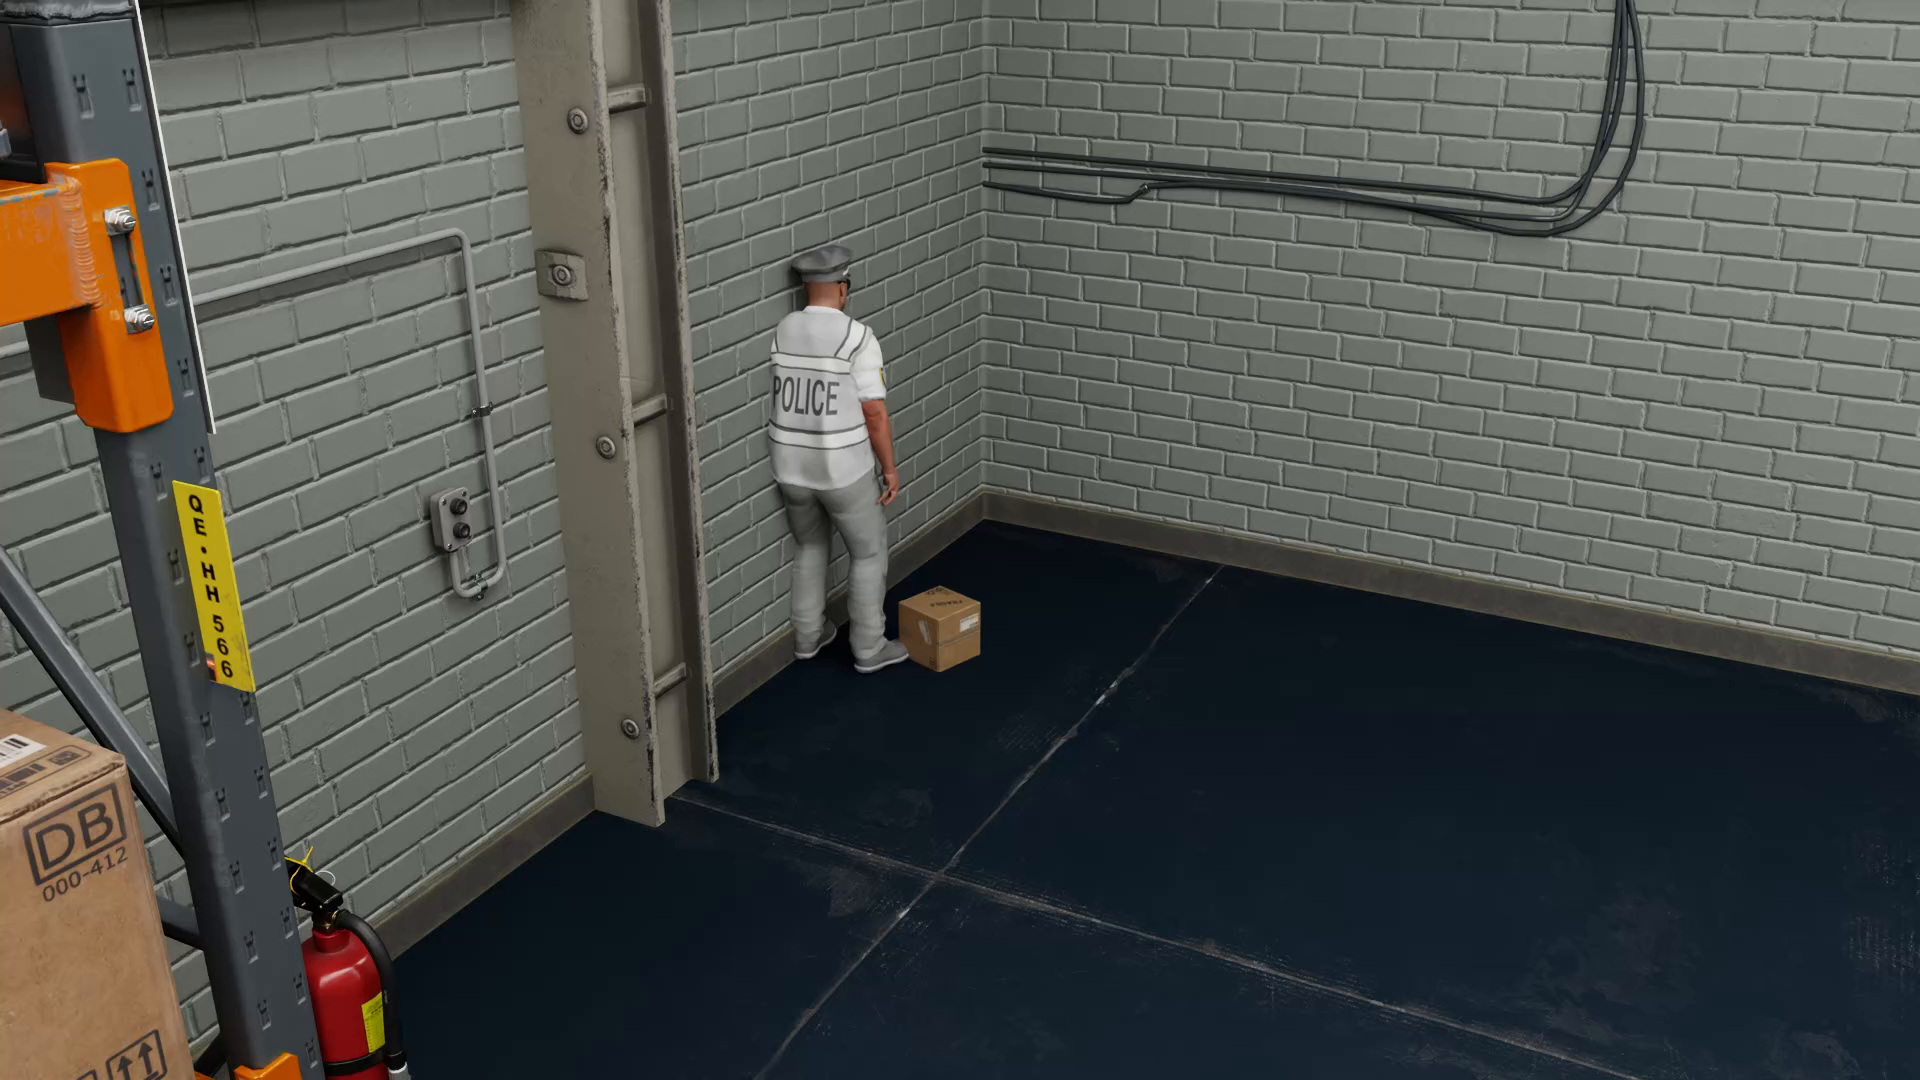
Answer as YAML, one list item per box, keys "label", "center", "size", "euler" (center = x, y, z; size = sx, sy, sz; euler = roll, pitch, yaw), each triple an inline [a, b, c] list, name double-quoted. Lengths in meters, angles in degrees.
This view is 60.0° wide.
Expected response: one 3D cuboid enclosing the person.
- label: "person"
  center: [-0.536, -0.302, 6.810]
  size: [0.604, 1.747, 0.440]
  euler: [9, 24, 21]
